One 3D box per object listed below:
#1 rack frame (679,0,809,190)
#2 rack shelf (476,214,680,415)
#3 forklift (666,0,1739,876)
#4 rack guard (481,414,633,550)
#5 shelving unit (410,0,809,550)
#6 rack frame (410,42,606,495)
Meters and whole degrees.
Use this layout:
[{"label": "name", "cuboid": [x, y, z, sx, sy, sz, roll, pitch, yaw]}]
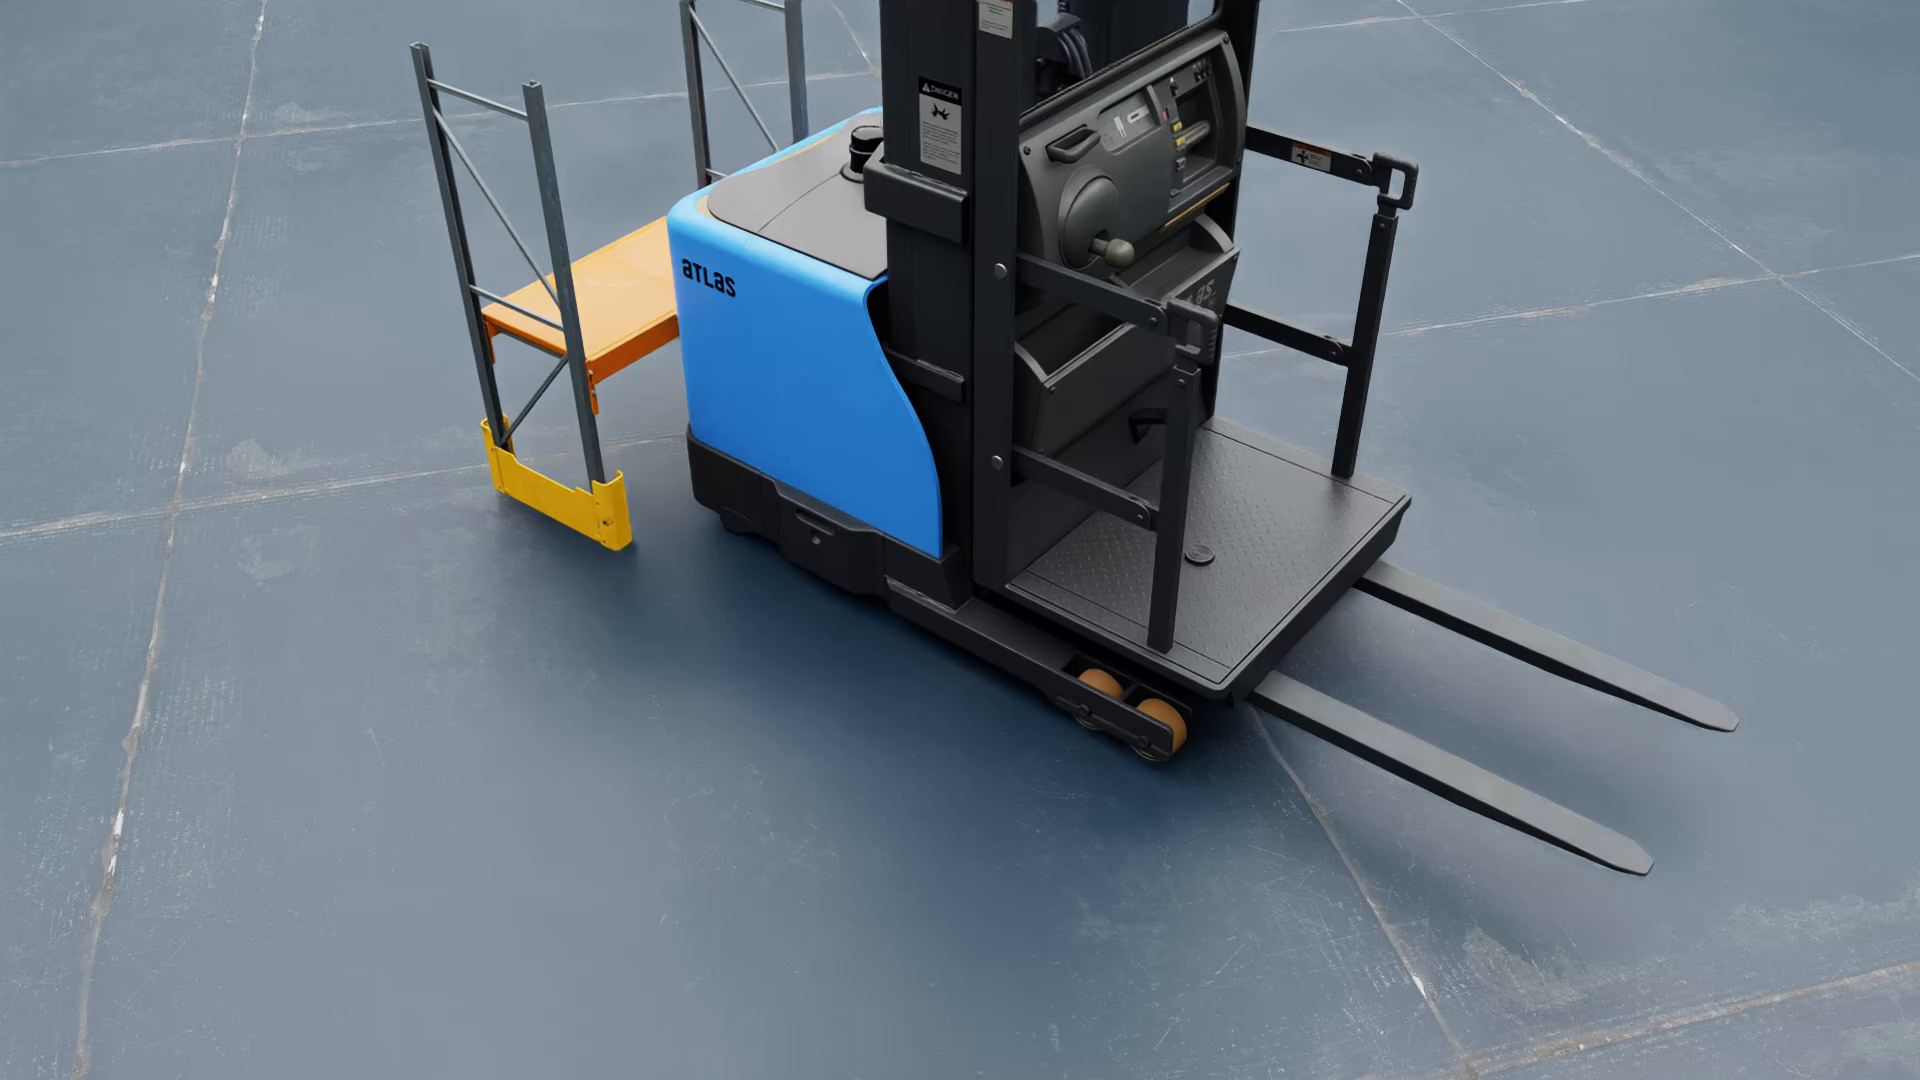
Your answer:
[{"label": "rack frame", "cuboid": [-0.687, -1.170, 5.544, 0.500, 1.500, 0.032, 24, 44, 29]}, {"label": "rack shelf", "cuboid": [-0.992, -0.780, 5.330, 0.538, 0.185, 1.000, 24, 44, 29]}, {"label": "forklift", "cuboid": [0.614, -0.936, 4.062, 3.031, 2.935, 1.130, 26, 44, 29]}, {"label": "rack guard", "cuboid": [-1.285, -0.189, 5.290, 0.587, 0.250, 0.087, 24, 44, 29]}, {"label": "shelving unit", "cuboid": [-0.987, -0.928, 5.227, 0.587, 1.500, 1.083, 24, 44, 29]}, {"label": "rack frame", "cuboid": [-1.298, -0.676, 4.898, 0.500, 1.500, 0.032, 24, 44, 29]}]
